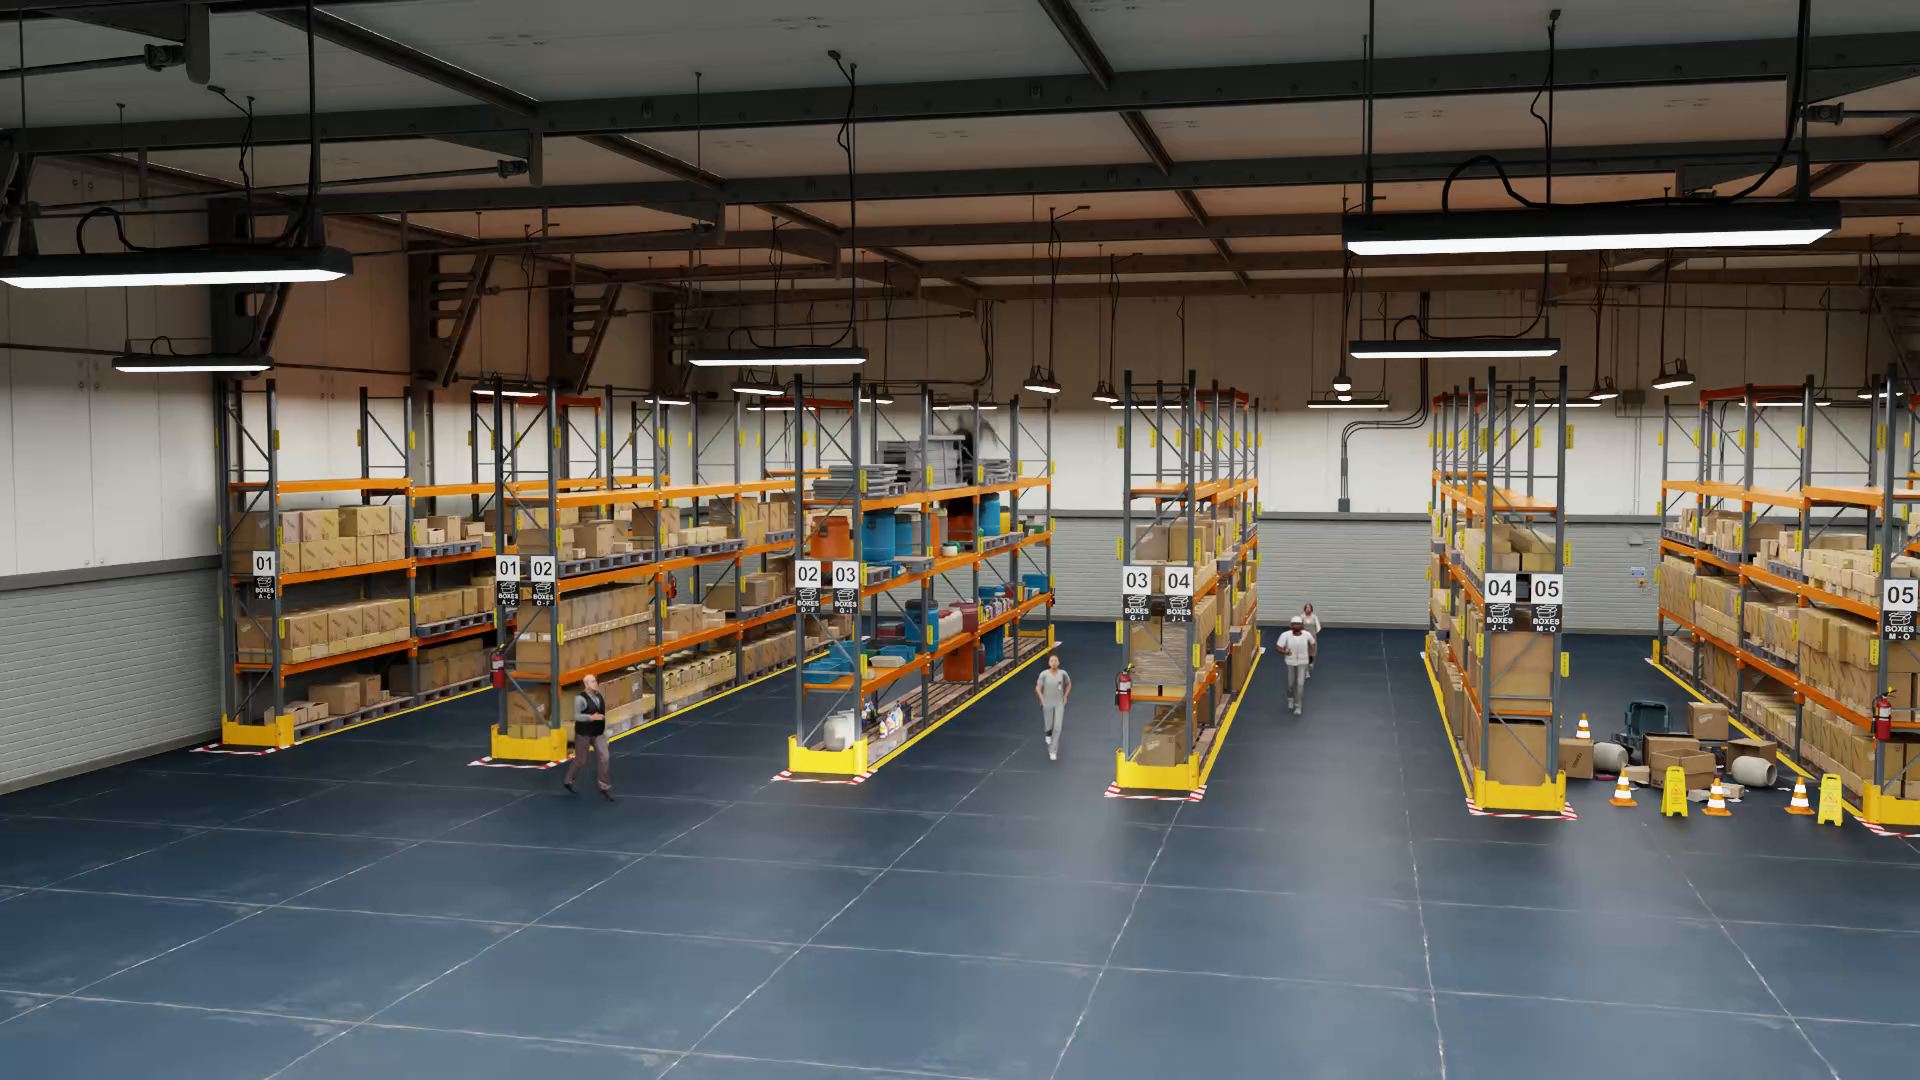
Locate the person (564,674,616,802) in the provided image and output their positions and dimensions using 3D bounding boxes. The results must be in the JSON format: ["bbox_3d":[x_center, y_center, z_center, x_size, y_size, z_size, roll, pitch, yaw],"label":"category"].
[{"bbox_3d":[-5.185,2.743,23.201,0.877,1.757,0.614,3,4,39],"label":"person"}]

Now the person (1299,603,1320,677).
[{"bbox_3d":[7.363,2.111,35.248,0.539,1.551,0.615,1,3,10],"label":"person"}]

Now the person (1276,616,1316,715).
[{"bbox_3d":[6.148,2.270,30.441,0.716,1.761,0.882,1,3,10],"label":"person"}]

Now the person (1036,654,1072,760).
[{"bbox_3d":[1.490,2.671,26.394,0.572,1.548,0.697,0,3,-1],"label":"person"}]
